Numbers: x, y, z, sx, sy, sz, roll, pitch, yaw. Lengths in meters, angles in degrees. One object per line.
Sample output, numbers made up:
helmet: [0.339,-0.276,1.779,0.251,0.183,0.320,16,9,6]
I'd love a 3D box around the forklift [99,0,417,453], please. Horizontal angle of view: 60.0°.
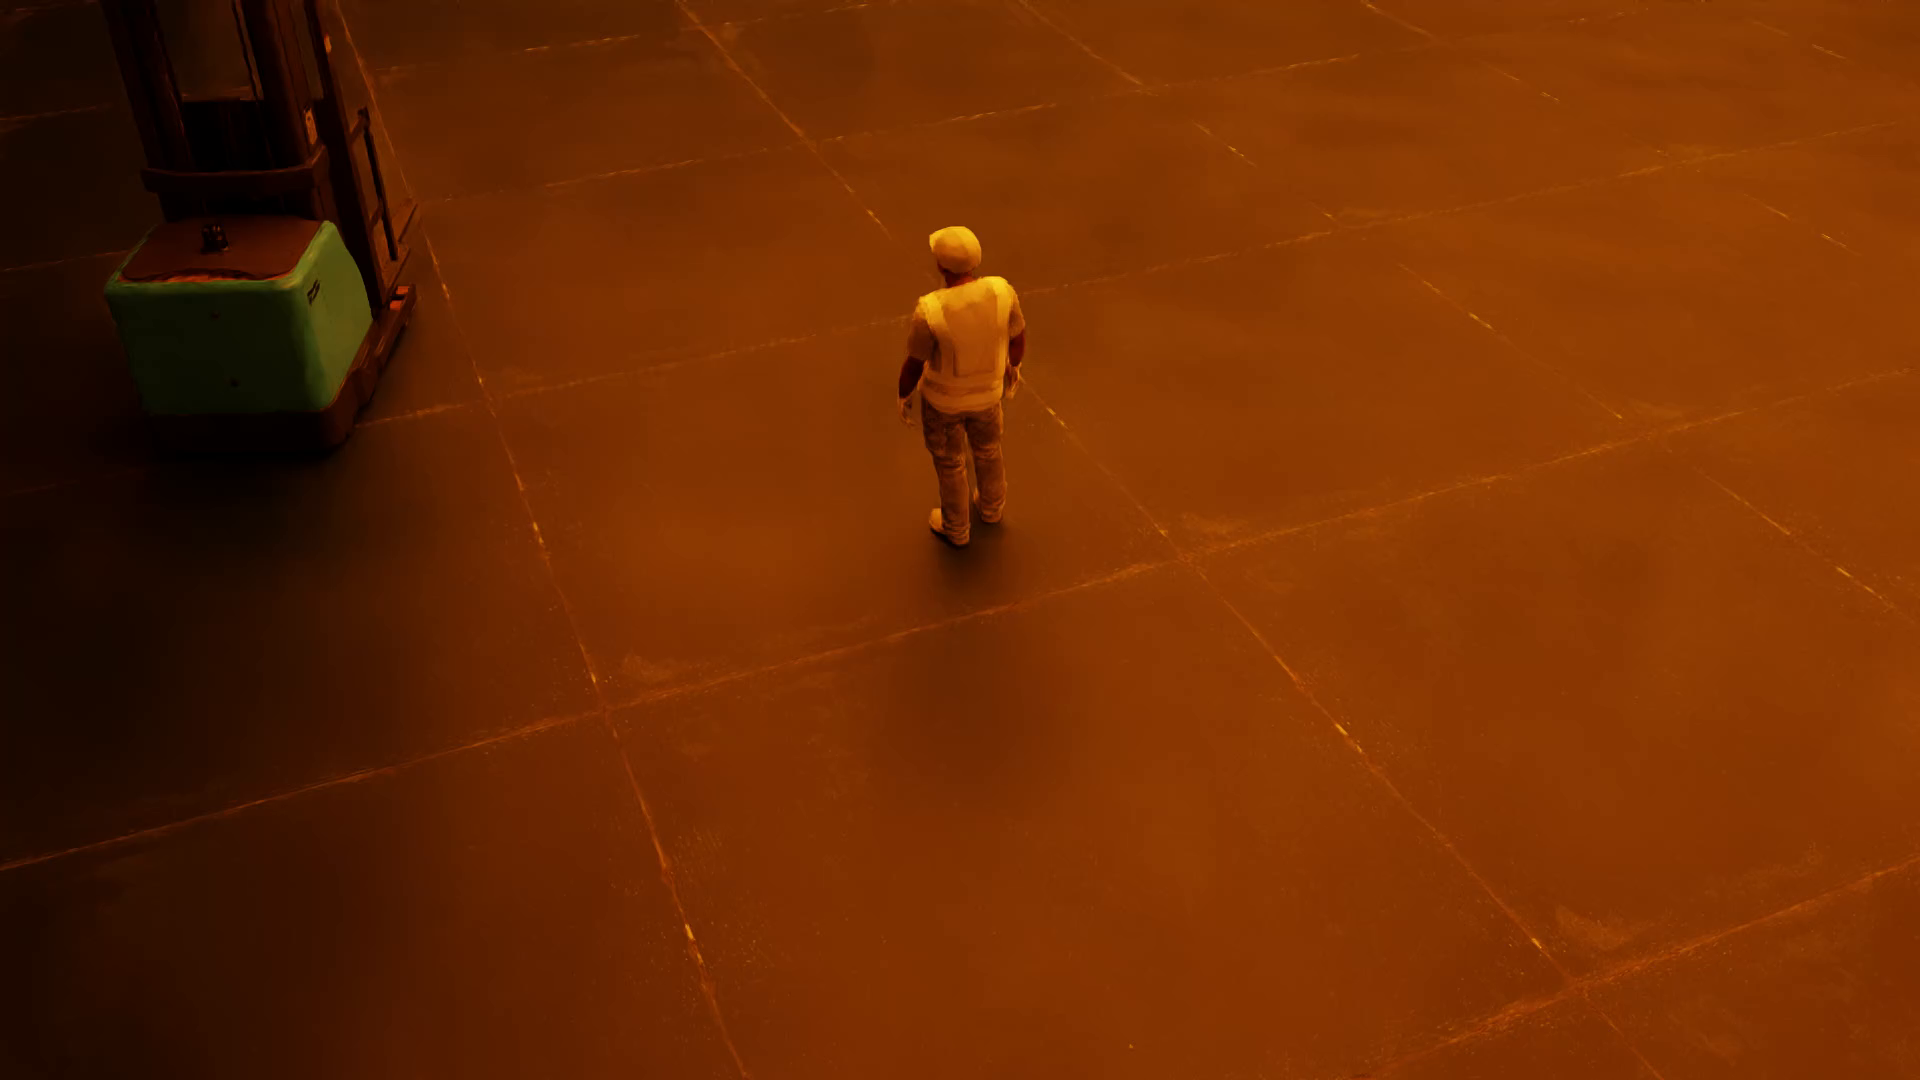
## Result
forklift: [-4.044,-2.504,9.620,1.130,2.935,3.031,-2,35,-2]

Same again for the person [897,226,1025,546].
person: [-0.021,-0.773,8.163,0.655,1.782,0.576,-14,38,-19]
